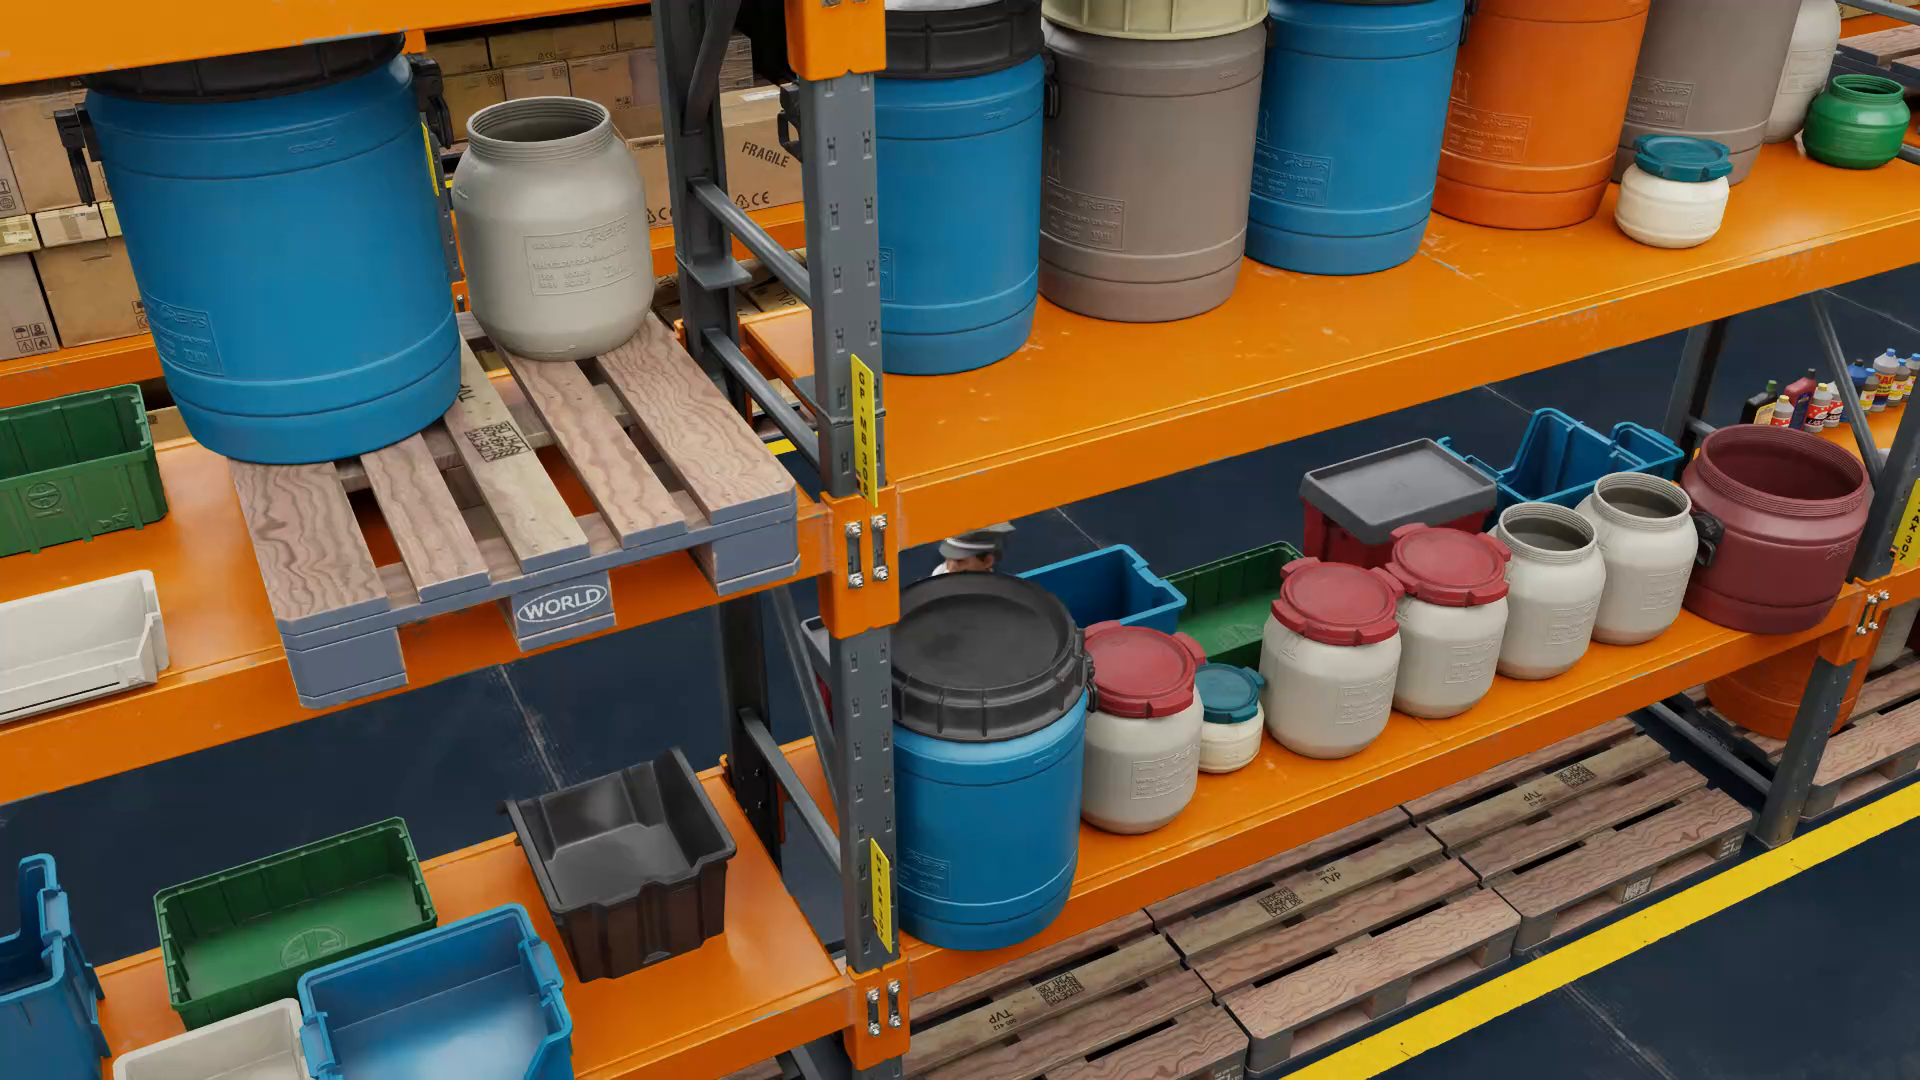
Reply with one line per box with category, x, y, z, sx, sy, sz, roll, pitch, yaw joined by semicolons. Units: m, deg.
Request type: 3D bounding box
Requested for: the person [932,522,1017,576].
person;-0.004;0.653;6.080;0.515;1.694;0.481;26;41;34
